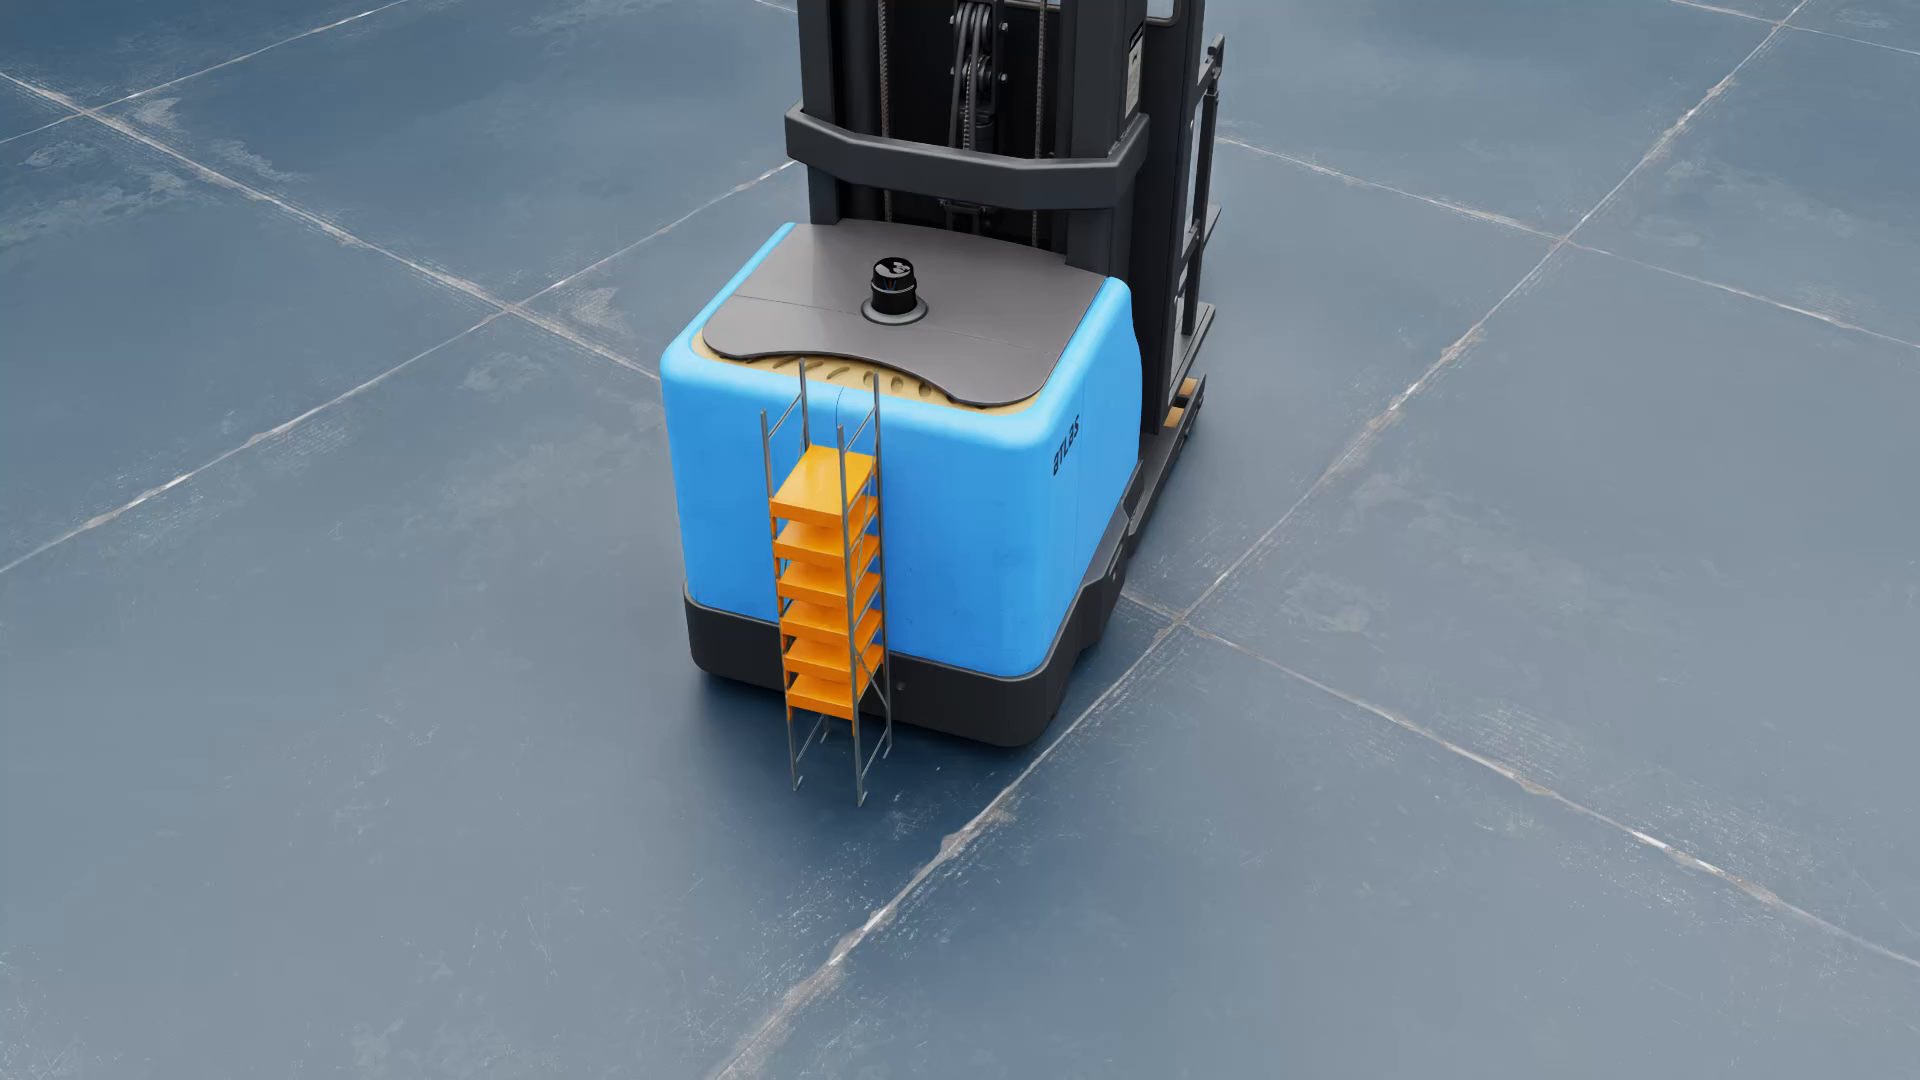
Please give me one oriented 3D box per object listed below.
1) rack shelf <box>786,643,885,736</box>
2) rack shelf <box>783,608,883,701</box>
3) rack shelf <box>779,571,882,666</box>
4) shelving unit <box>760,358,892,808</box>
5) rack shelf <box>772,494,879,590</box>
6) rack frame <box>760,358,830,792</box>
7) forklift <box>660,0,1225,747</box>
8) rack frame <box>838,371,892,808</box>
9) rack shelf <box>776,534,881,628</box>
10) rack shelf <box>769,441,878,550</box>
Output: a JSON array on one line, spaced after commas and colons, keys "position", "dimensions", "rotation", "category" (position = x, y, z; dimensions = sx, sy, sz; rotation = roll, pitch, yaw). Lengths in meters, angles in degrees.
[{"position": [-0.313, 0.365, 4.272], "dimensions": [0.180, 0.103, 0.258], "rotation": [12, 40, 14], "category": "rack shelf"}, {"position": [-0.313, 0.270, 4.198], "dimensions": [0.180, 0.103, 0.258], "rotation": [12, 40, 14], "category": "rack shelf"}, {"position": [-0.313, 0.176, 4.124], "dimensions": [0.180, 0.103, 0.258], "rotation": [12, 40, 14], "category": "rack shelf"}, {"position": [-0.313, 0.141, 4.097], "dimensions": [0.189, 1.200, 0.258], "rotation": [12, 40, 14], "category": "shelving unit"}, {"position": [-0.313, -0.013, 3.977], "dimensions": [0.180, 0.103, 0.258], "rotation": [12, 40, 14], "category": "rack shelf"}, {"position": [-0.400, 0.123, 4.120], "dimensions": [0.006, 1.200, 0.240], "rotation": [12, 40, 14], "category": "rack frame"}, {"position": [0.209, -1.515, 4.808], "dimensions": [1.130, 2.935, 3.031], "rotation": [12, 40, 15], "category": "forklift"}, {"position": [-0.226, 0.158, 4.074], "dimensions": [0.006, 1.200, 0.240], "rotation": [12, 40, 14], "category": "rack frame"}, {"position": [-0.313, 0.081, 4.051], "dimensions": [0.180, 0.103, 0.258], "rotation": [12, 40, 14], "category": "rack shelf"}, {"position": [-0.313, -0.108, 3.903], "dimensions": [0.180, 0.103, 0.258], "rotation": [12, 40, 14], "category": "rack shelf"}]
